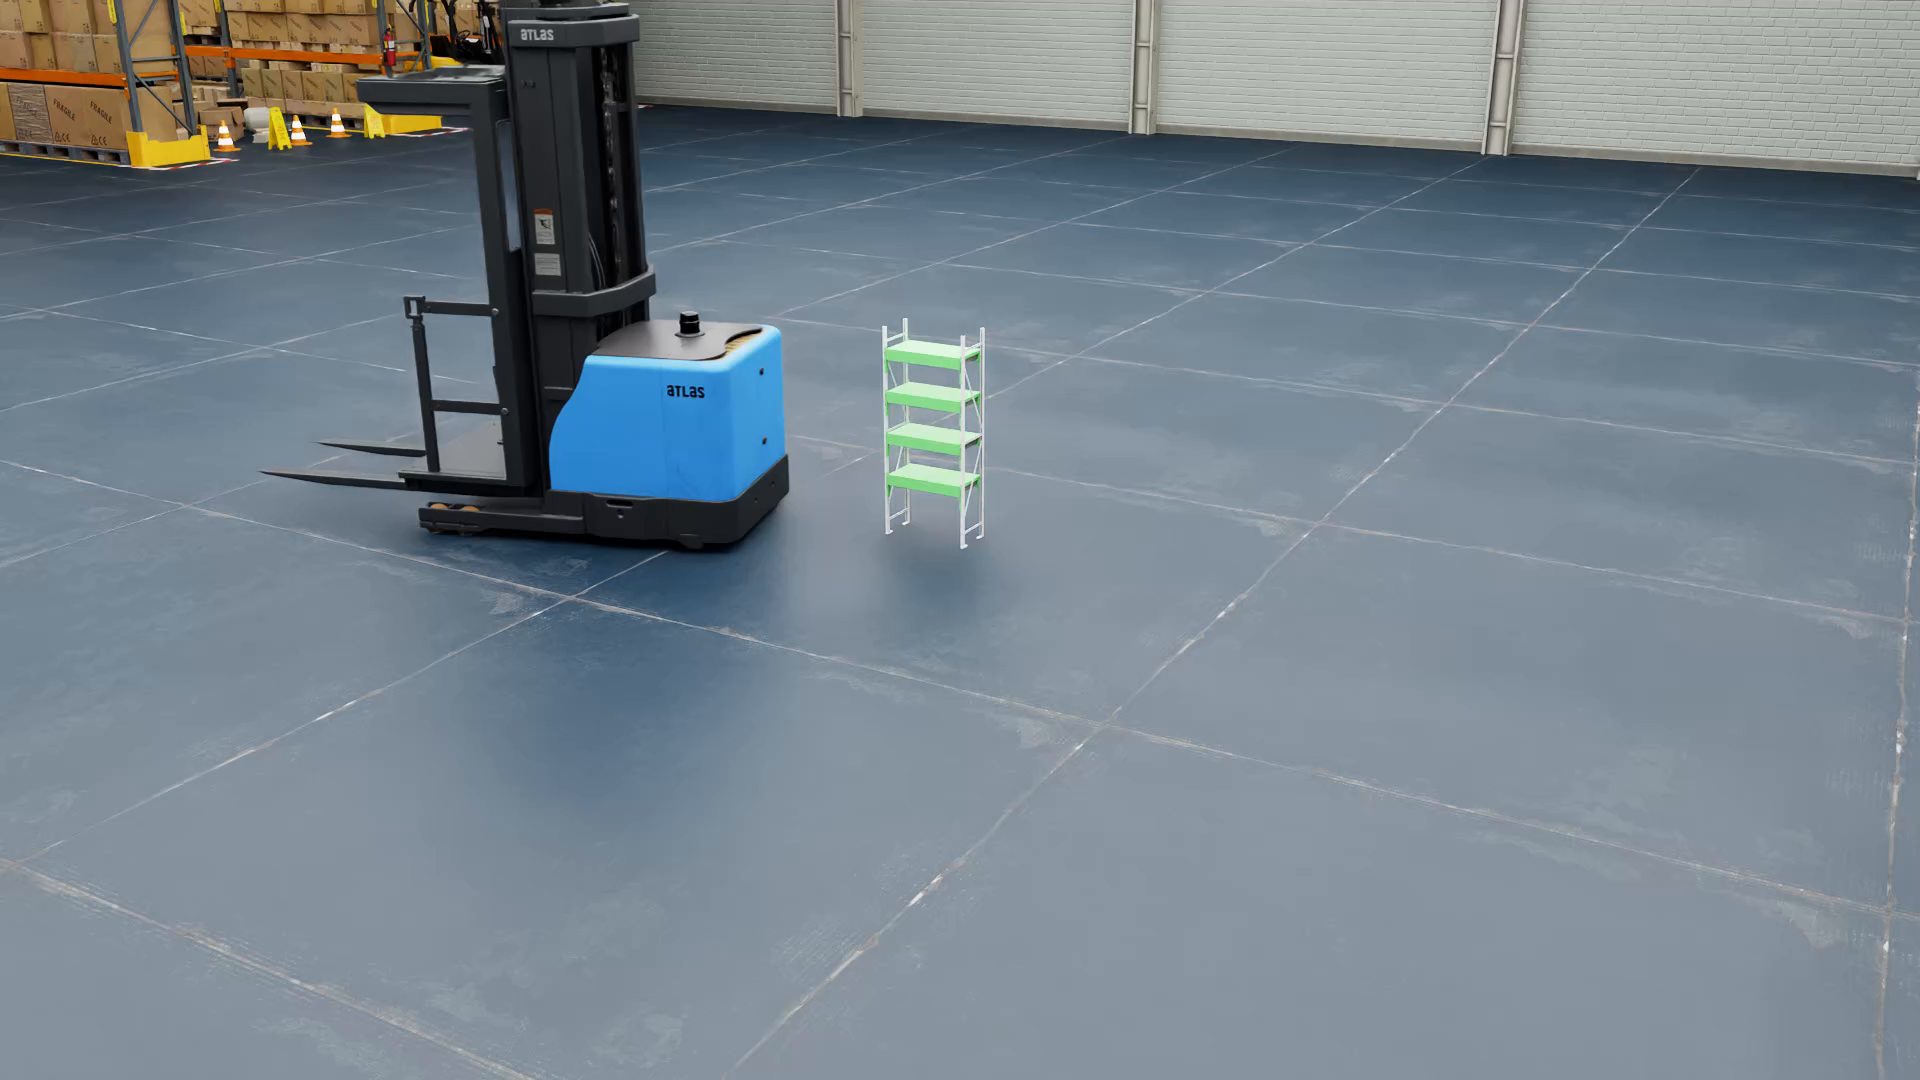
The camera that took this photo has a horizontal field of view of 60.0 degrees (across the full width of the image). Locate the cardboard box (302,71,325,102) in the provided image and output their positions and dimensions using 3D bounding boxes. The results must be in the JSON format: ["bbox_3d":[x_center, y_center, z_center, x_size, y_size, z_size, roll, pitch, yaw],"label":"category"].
[{"bbox_3d":[-11.289,-8.077,29.549,0.500,0.500,0.500,10,22,26],"label":"cardboard box"}]

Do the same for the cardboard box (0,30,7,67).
[{"bbox_3d":[-14.567,-7.695,25.959,0.550,0.550,0.875,11,23,27],"label":"cardboard box"}]

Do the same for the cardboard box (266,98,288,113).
[{"bbox_3d":[-12.205,-7.898,30.156,0.500,0.250,0.500,12,23,30],"label":"cardboard box"}]

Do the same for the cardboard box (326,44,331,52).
[{"bbox_3d":[-10.882,-8.649,29.178,0.250,0.149,0.380,11,23,28],"label":"cardboard box"}]

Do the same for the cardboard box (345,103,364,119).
[{"bbox_3d":[-10.426,-7.555,29.211,0.500,0.250,0.500,11,23,27],"label":"cardboard box"}]

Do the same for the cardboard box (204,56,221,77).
[{"bbox_3d":[-16.844,-10.855,37.942,0.500,0.500,0.500,10,22,27],"label":"cardboard box"}]

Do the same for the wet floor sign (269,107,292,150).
[{"bbox_3d":[-10.903,-6.579,26.557,0.232,0.644,0.267,7,21,18],"label":"wet floor sign"}]

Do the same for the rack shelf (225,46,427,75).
[{"bbox_3d":[-11.314,-8.586,29.692,4.000,0.370,1.077,11,23,27],"label":"rack shelf"}]

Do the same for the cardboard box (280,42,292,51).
[{"bbox_3d":[-11.829,-8.776,29.527,0.250,0.149,0.380,11,23,28],"label":"cardboard box"}]

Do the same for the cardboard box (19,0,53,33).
[{"bbox_3d":[-13.673,-8.000,25.217,0.500,0.550,0.875,11,23,27],"label":"cardboard box"}]

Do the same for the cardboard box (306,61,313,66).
[{"bbox_3d":[-14.609,-10.429,36.768,0.500,0.500,0.500,12,23,29],"label":"cardboard box"}]

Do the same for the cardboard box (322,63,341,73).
[{"bbox_3d":[-10.966,-8.294,29.196,0.250,0.149,0.380,11,23,28],"label":"cardboard box"}]

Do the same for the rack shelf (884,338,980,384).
[{"bbox_3d":[-0.145,-0.983,9.095,0.480,0.148,0.258,11,23,27],"label":"rack shelf"}]

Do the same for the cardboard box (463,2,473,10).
[{"bbox_3d":[-9.845,-10.815,33.684,0.250,0.149,0.380,11,23,28],"label":"cardboard box"}]

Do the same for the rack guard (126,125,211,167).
[{"bbox_3d":[-11.873,-5.923,24.959,0.348,0.500,1.175,11,23,27],"label":"rack guard"}]

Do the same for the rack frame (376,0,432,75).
[{"bbox_3d":[-9.568,-8.592,28.653,0.127,3.000,1.000,11,23,27],"label":"rack frame"}]

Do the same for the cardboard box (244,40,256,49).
[{"bbox_3d":[-12.696,-8.965,30.048,0.250,0.149,0.380,12,23,29],"label":"cardboard box"}]

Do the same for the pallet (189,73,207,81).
[{"bbox_3d":[-18.226,-10.869,39.021,1.213,0.211,1.003,11,23,27],"label":"pallet"}]

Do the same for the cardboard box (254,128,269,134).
[{"bbox_3d":[-11.697,-6.868,28.082,0.380,0.149,0.250,-11,23,-29],"label":"cardboard box"}]

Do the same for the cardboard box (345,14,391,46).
[{"bbox_3d":[-10.176,-8.787,28.608,0.500,0.500,0.500,10,22,26],"label":"cardboard box"}]

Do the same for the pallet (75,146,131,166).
[{"bbox_3d":[-12.630,-5.900,25.322,1.213,0.211,1.003,11,23,27],"label":"pallet"}]

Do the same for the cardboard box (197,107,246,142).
[{"bbox_3d":[-12.336,-6.957,27.806,0.637,0.503,0.797,-4,20,-10],"label":"cardboard box"}]

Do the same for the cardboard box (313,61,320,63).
[{"bbox_3d":[-13.597,-10.374,36.432,0.625,0.625,0.875,12,23,29],"label":"cardboard box"}]

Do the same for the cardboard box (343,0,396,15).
[{"bbox_3d":[-10.120,-9.269,28.469,0.500,0.500,0.700,10,22,26],"label":"cardboard box"}]

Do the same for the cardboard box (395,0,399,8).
[{"bbox_3d":[-11.765,-11.176,34.679,0.250,0.149,0.380,10,22,26],"label":"cardboard box"}]

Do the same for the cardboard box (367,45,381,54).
[{"bbox_3d":[-9.999,-8.472,28.691,0.250,0.149,0.380,12,23,29],"label":"cardboard box"}]

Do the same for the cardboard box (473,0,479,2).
[{"bbox_3d":[-9.595,-10.921,33.539,0.250,0.149,0.380,10,22,26],"label":"cardboard box"}]

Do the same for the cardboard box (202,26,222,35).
[{"bbox_3d":[-13.644,-9.340,30.467,0.250,0.149,0.380,11,23,28],"label":"cardboard box"}]

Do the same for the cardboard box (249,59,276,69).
[{"bbox_3d":[-12.597,-8.602,30.047,0.250,0.149,0.380,11,23,28],"label":"cardboard box"}]

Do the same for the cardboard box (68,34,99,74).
[{"bbox_3d":[-12.731,-7.305,24.885,0.550,0.550,0.875,11,23,27],"label":"cardboard box"}]

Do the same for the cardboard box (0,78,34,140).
[{"bbox_3d":[-14.871,-6.840,26.323,0.875,0.875,0.875,11,23,28],"label":"cardboard box"}]

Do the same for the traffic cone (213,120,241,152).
[{"bbox_3d":[-11.665,-6.420,26.385,0.334,0.463,0.336,11,23,27],"label":"traffic cone"}]

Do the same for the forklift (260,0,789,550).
[{"bbox_3d":[-2.595,-1.570,9.396,3.031,2.935,1.130,4,20,12],"label":"forklift"}]

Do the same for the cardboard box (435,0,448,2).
[{"bbox_3d":[-10.509,-11.086,33.994,0.250,0.149,0.380,11,23,28],"label":"cardboard box"}]

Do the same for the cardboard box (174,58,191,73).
[{"bbox_3d":[-18.088,-11.180,39.113,0.500,0.311,0.500,12,23,29],"label":"cardboard box"}]

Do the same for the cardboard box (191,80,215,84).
[{"bbox_3d":[-14.756,-8.539,31.746,0.625,0.372,0.950,12,23,29],"label":"cardboard box"}]

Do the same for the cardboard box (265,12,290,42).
[{"bbox_3d":[-11.930,-9.124,29.536,0.500,0.500,0.500,11,22,27],"label":"cardboard box"}]

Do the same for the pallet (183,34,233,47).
[{"bbox_3d":[-13.656,-9.337,30.989,1.213,0.211,1.003,11,23,27],"label":"pallet"}]

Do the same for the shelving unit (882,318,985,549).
[{"bbox_3d":[-0.145,-0.592,9.236,0.503,1.200,0.258,11,23,27],"label":"shelving unit"}]

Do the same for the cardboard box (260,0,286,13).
[{"bbox_3d":[-11.921,-9.593,29.364,0.500,0.500,0.700,10,22,26],"label":"cardboard box"}]

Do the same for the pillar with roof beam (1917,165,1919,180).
[{"bbox_3d":[11.534,-8.002,18.228,0.400,9.000,9.100,11,23,27],"label":"pillar with roof beam"}]

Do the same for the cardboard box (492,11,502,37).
[{"bbox_3d":[-9.048,-10.376,33.423,0.500,0.500,0.500,11,23,28],"label":"cardboard box"}]

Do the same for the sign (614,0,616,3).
[{"bbox_3d":[-6.875,-10.679,33.020,0.005,0.325,0.100,11,23,27],"label":"sign"}]
